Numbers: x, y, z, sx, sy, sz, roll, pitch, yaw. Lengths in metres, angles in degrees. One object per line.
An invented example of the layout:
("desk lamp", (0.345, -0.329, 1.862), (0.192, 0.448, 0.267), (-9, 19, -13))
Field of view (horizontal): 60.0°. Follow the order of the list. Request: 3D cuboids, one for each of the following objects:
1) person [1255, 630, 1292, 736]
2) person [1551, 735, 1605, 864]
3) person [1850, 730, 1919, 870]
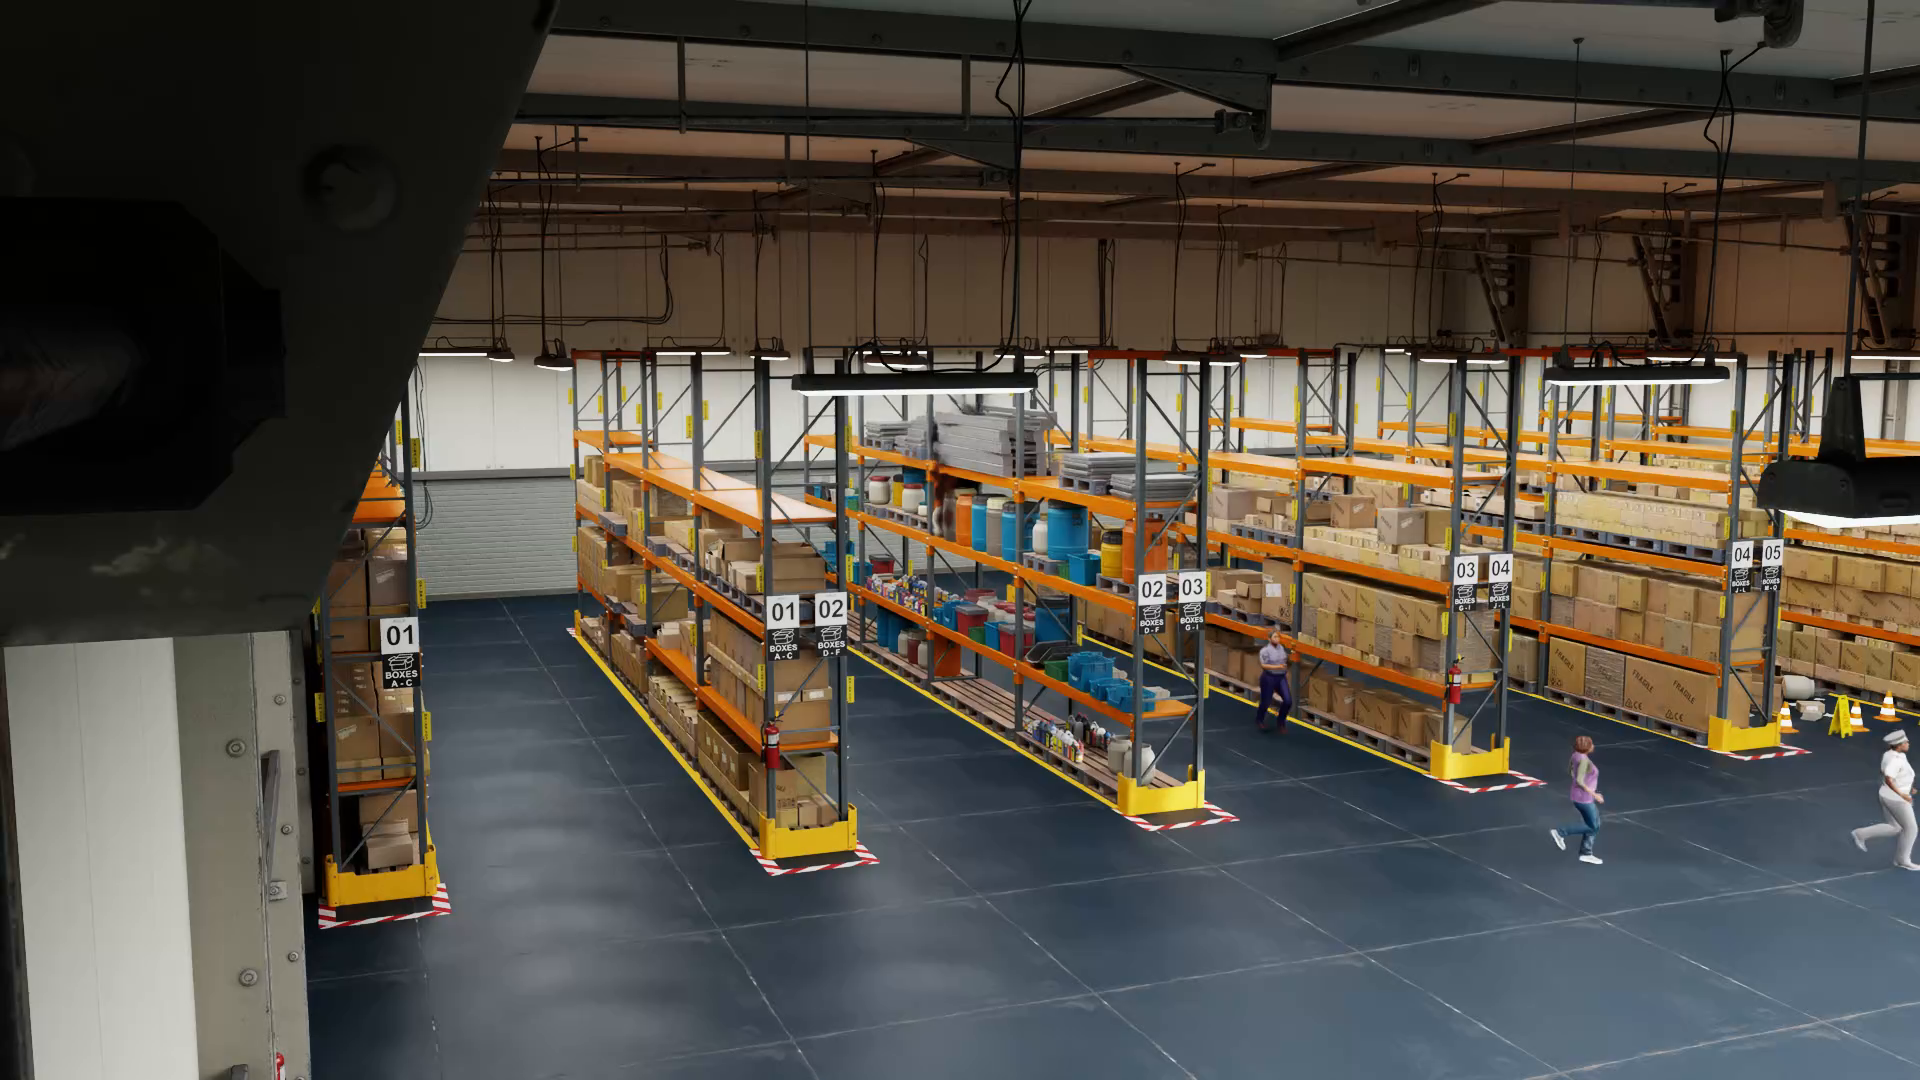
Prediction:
("person", (4.972, 2.266, 26.324), (0.576, 1.682, 0.716), (-3, 8, -23))
("person", (7.410, 3.113, 19.936), (0.623, 1.545, 0.545), (1, 7, 10))
("person", (11.064, 3.077, 19.713), (0.698, 1.681, 0.577), (2, 7, 14))
